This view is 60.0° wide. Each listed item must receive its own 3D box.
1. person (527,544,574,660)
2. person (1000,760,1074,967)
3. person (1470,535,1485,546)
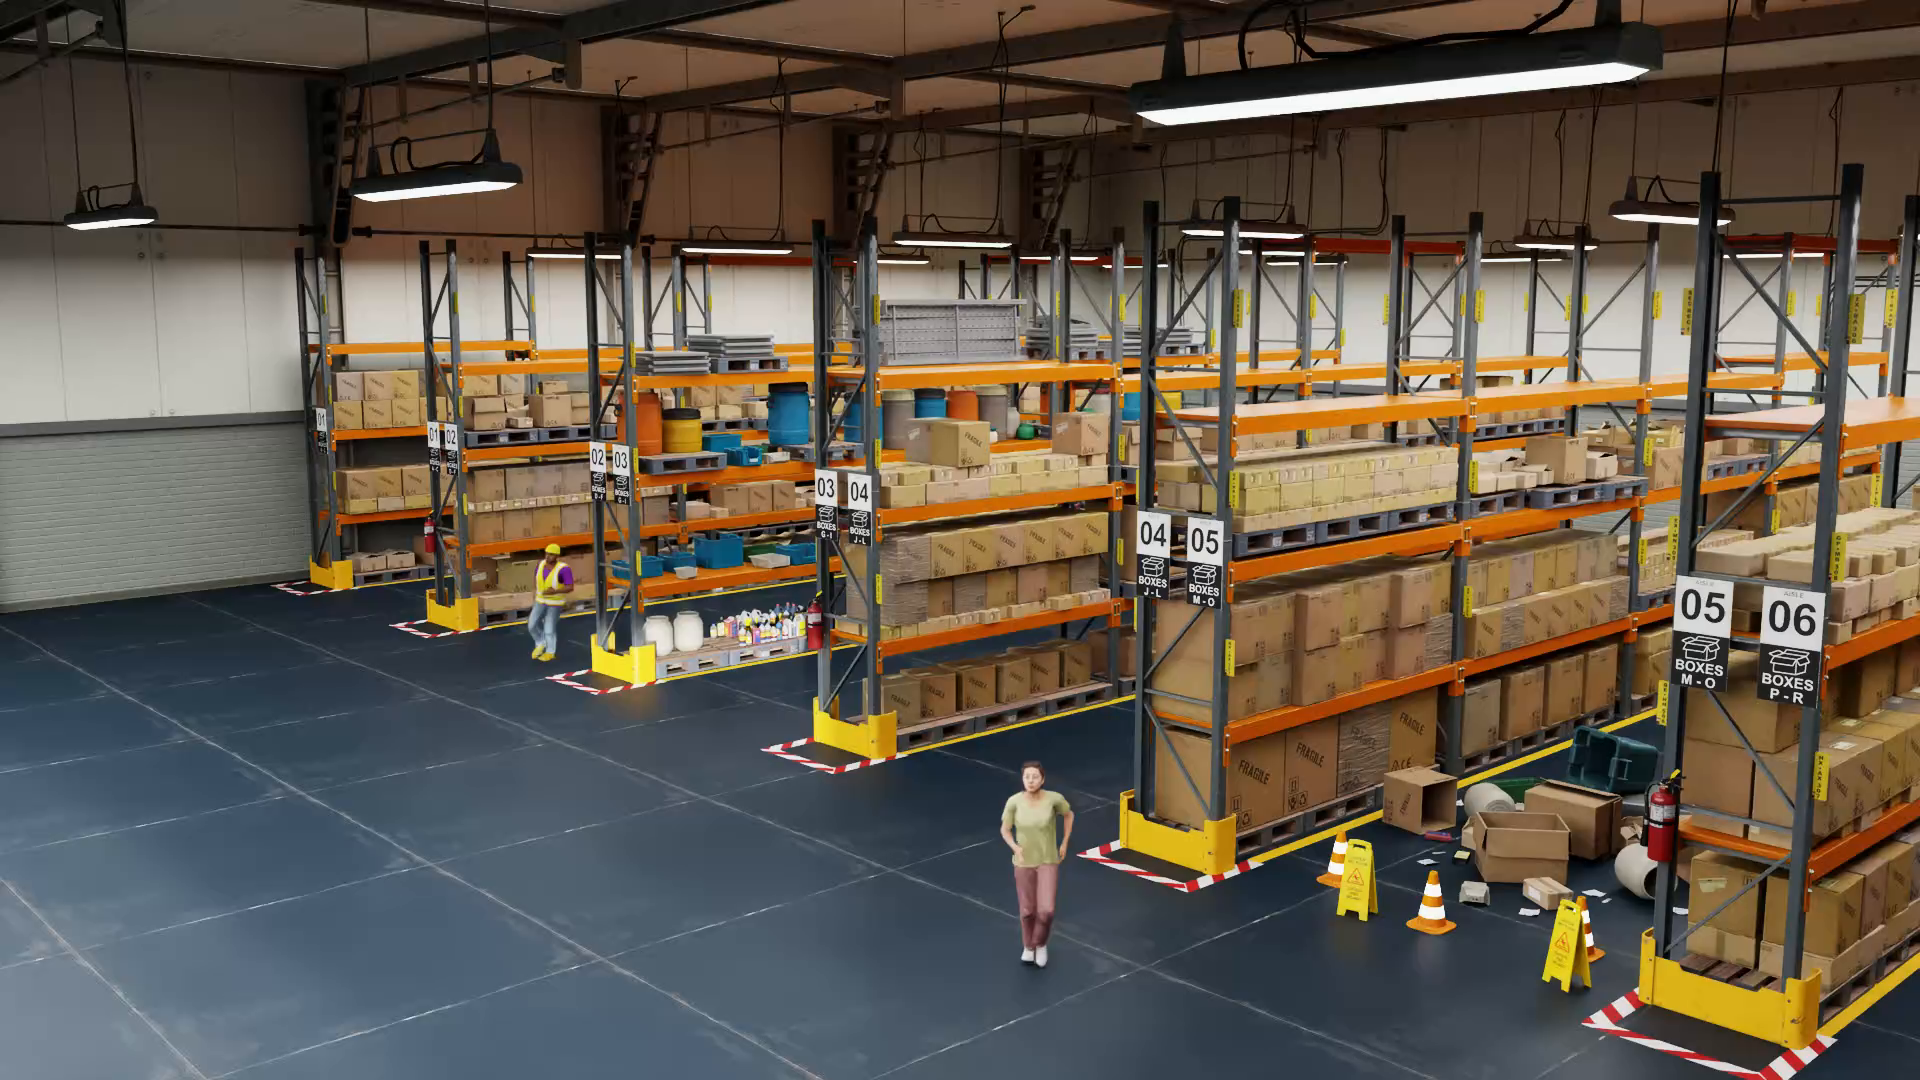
[{"bbox_3d":[-5.786,0.880,23.538,0.711,1.699,0.596,2,9,14],"label":"person"},{"bbox_3d":[0.583,2.501,12.784,0.554,1.612,0.600,1,8,7],"label":"person"},{"bbox_3d":[7.763,0.639,25.016,0.709,1.740,0.804,7,11,38],"label":"person"}]
